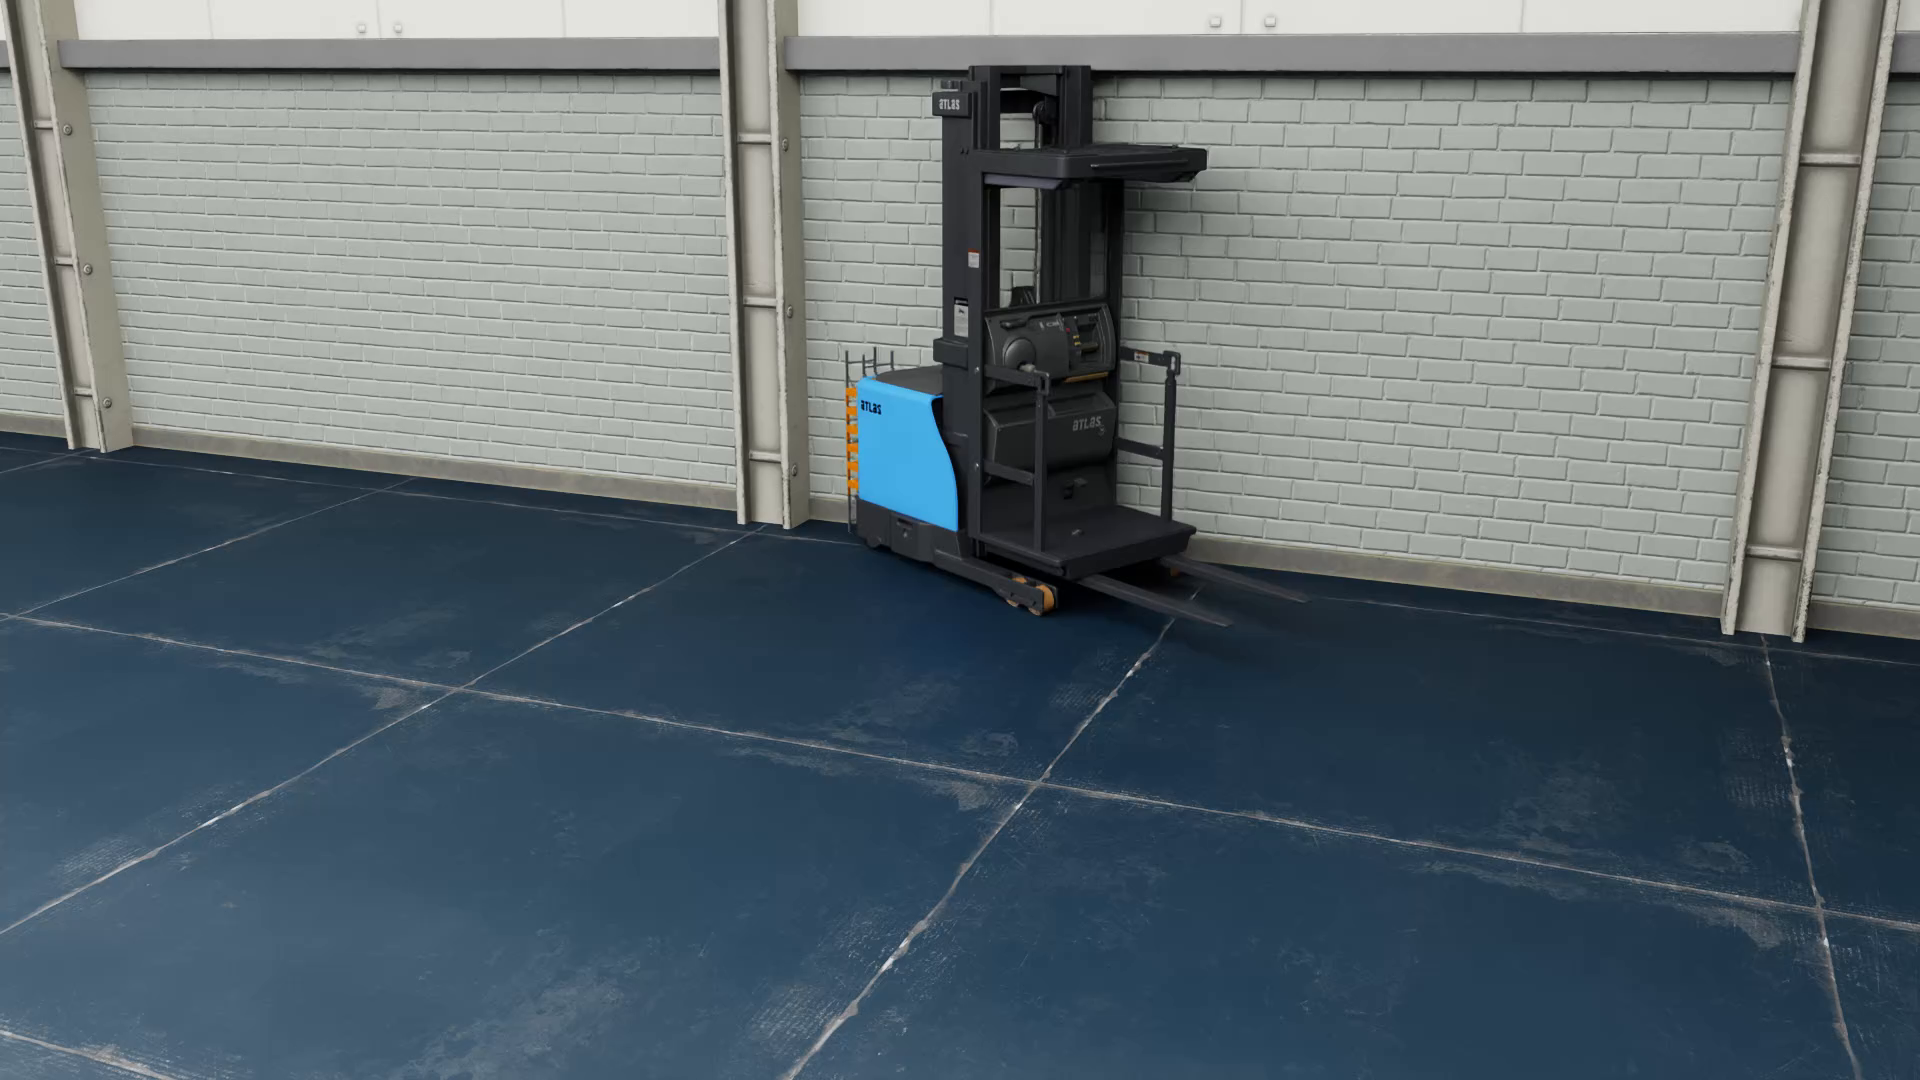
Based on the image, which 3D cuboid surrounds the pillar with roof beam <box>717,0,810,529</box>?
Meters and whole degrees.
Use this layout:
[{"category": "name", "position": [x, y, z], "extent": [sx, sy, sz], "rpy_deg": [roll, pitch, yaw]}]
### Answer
[{"category": "pillar with roof beam", "position": [-2.821, -3.335, 6.022], "extent": [0.400, 9.000, 9.100], "rpy_deg": [6, 17, 21]}]

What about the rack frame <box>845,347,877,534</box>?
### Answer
[{"category": "rack frame", "position": [-0.630, -0.637, 10.715], "extent": [0.240, 1.200, 0.006], "rpy_deg": [-12, 20, -37]}]

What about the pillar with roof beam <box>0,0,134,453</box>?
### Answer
[{"category": "pillar with roof beam", "position": [-8.402, -3.949, 8.136], "extent": [0.400, 9.000, 9.100], "rpy_deg": [6, 17, 21]}]

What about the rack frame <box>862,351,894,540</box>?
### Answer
[{"category": "rack frame", "position": [-0.515, -0.597, 10.578], "extent": [0.240, 1.200, 0.006], "rpy_deg": [-12, 20, -37]}]

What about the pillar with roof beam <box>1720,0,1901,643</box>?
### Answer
[{"category": "pillar with roof beam", "position": [2.761, -2.721, 3.907], "extent": [0.400, 9.000, 9.100], "rpy_deg": [6, 17, 21]}]

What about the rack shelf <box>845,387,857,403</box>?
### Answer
[{"category": "rack shelf", "position": [-0.572, -0.921, 10.559], "extent": [0.258, 0.103, 0.180], "rpy_deg": [-12, 20, -37]}]

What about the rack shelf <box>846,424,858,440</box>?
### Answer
[{"category": "rack shelf", "position": [-0.572, -0.690, 10.626], "extent": [0.258, 0.103, 0.180], "rpy_deg": [-12, 20, -37]}]

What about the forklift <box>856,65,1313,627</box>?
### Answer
[{"category": "forklift", "position": [0.659, -1.147, 9.368], "extent": [1.130, 2.935, 3.031], "rpy_deg": [-13, 20, -37]}]

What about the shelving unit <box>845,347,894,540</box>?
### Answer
[{"category": "shelving unit", "position": [-0.572, -0.617, 10.646], "extent": [0.258, 1.200, 0.189], "rpy_deg": [-12, 20, -37]}]

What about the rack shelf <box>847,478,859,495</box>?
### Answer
[{"category": "rack shelf", "position": [-0.573, -0.344, 10.725], "extent": [0.258, 0.103, 0.180], "rpy_deg": [-12, 20, -37]}]

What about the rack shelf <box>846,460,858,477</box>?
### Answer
[{"category": "rack shelf", "position": [-0.573, -0.459, 10.692], "extent": [0.258, 0.103, 0.180], "rpy_deg": [-12, 20, -37]}]

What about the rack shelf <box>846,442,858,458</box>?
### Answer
[{"category": "rack shelf", "position": [-0.573, -0.575, 10.659], "extent": [0.258, 0.103, 0.180], "rpy_deg": [-12, 20, -37]}]

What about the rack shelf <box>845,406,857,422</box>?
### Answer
[{"category": "rack shelf", "position": [-0.572, -0.805, 10.592], "extent": [0.258, 0.103, 0.180], "rpy_deg": [-12, 20, -37]}]
